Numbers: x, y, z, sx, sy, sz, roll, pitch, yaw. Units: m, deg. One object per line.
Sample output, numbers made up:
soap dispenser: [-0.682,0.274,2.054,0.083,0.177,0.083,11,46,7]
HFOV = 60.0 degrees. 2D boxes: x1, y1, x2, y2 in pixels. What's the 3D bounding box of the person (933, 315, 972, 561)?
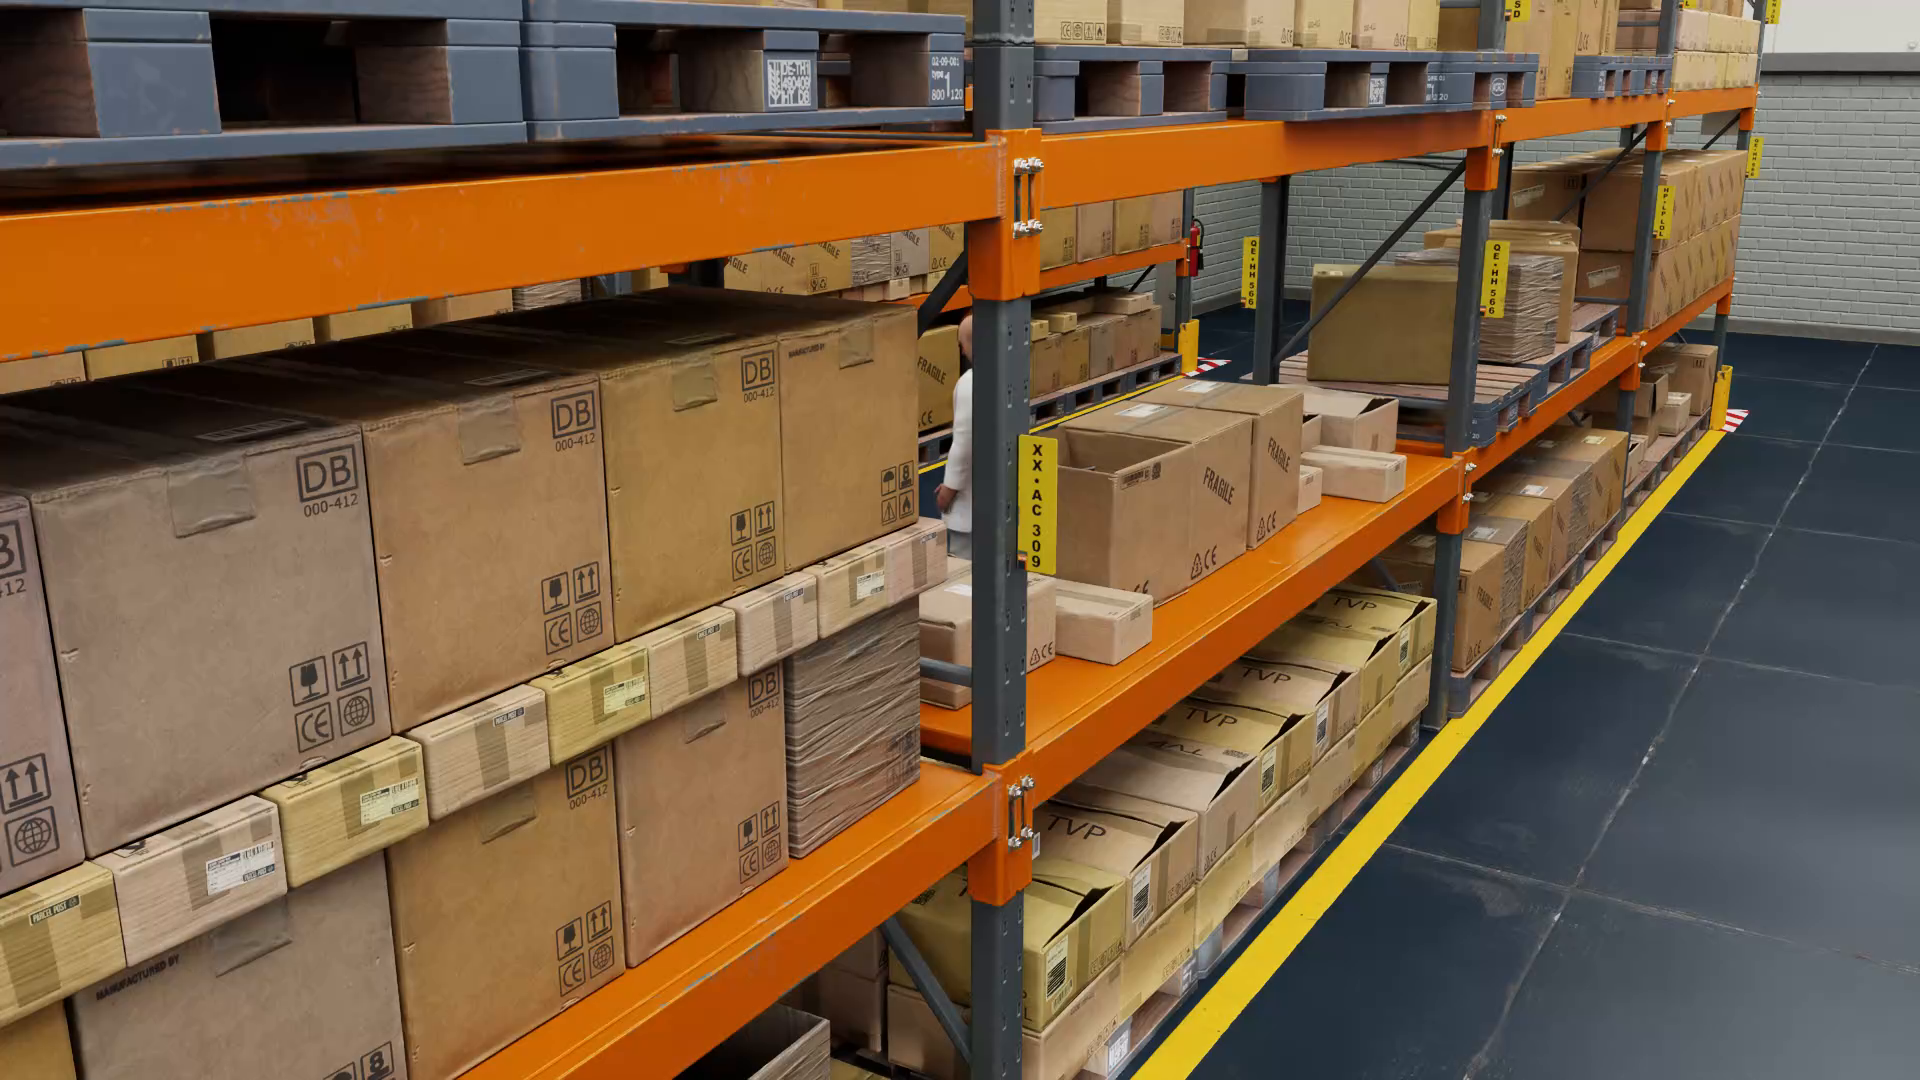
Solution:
person: [0.109,-0.292,8.621,0.379,1.765,0.567,10,19,31]
